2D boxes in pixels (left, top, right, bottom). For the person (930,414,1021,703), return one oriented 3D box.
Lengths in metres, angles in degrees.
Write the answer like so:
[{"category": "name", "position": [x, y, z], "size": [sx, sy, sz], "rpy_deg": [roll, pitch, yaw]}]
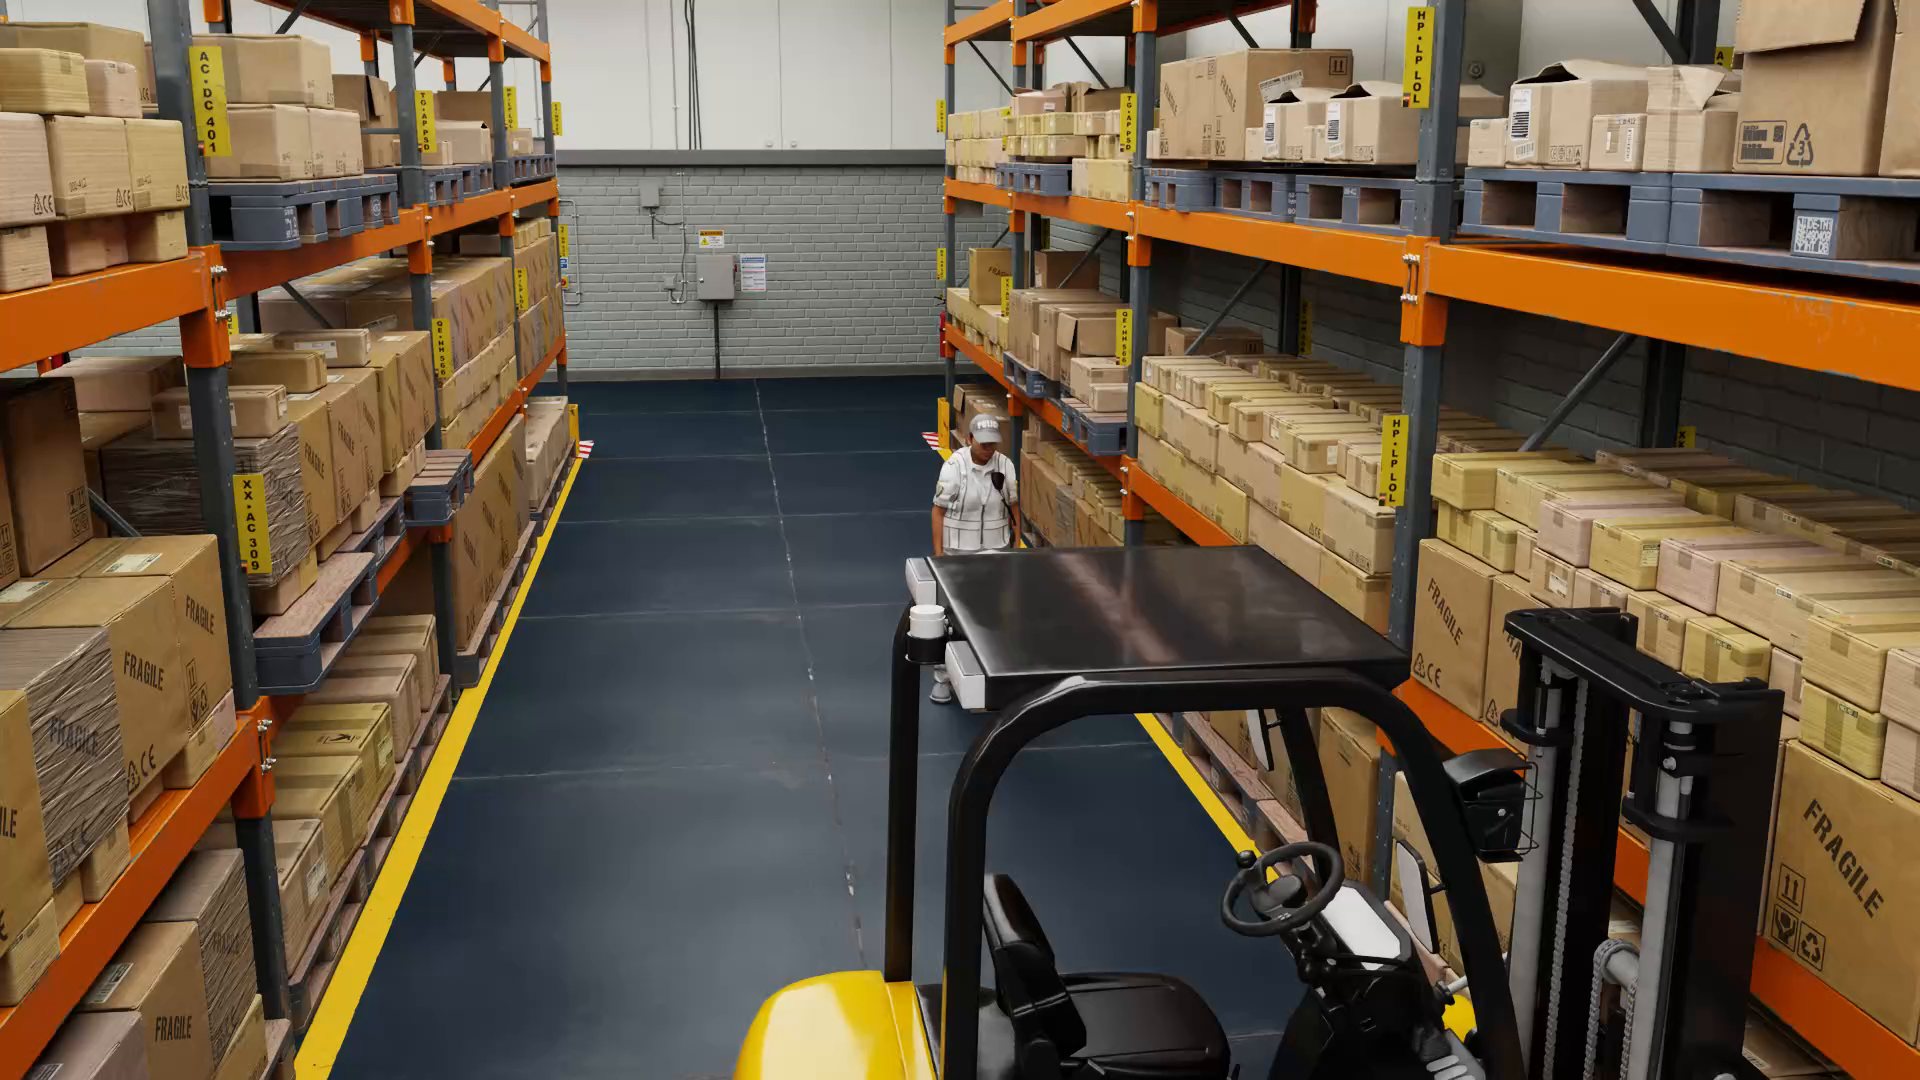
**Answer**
[{"category": "person", "position": [0.086, 0.090, 9.590], "size": [0.566, 1.667, 0.465], "rpy_deg": [-3, 14, -13]}]
